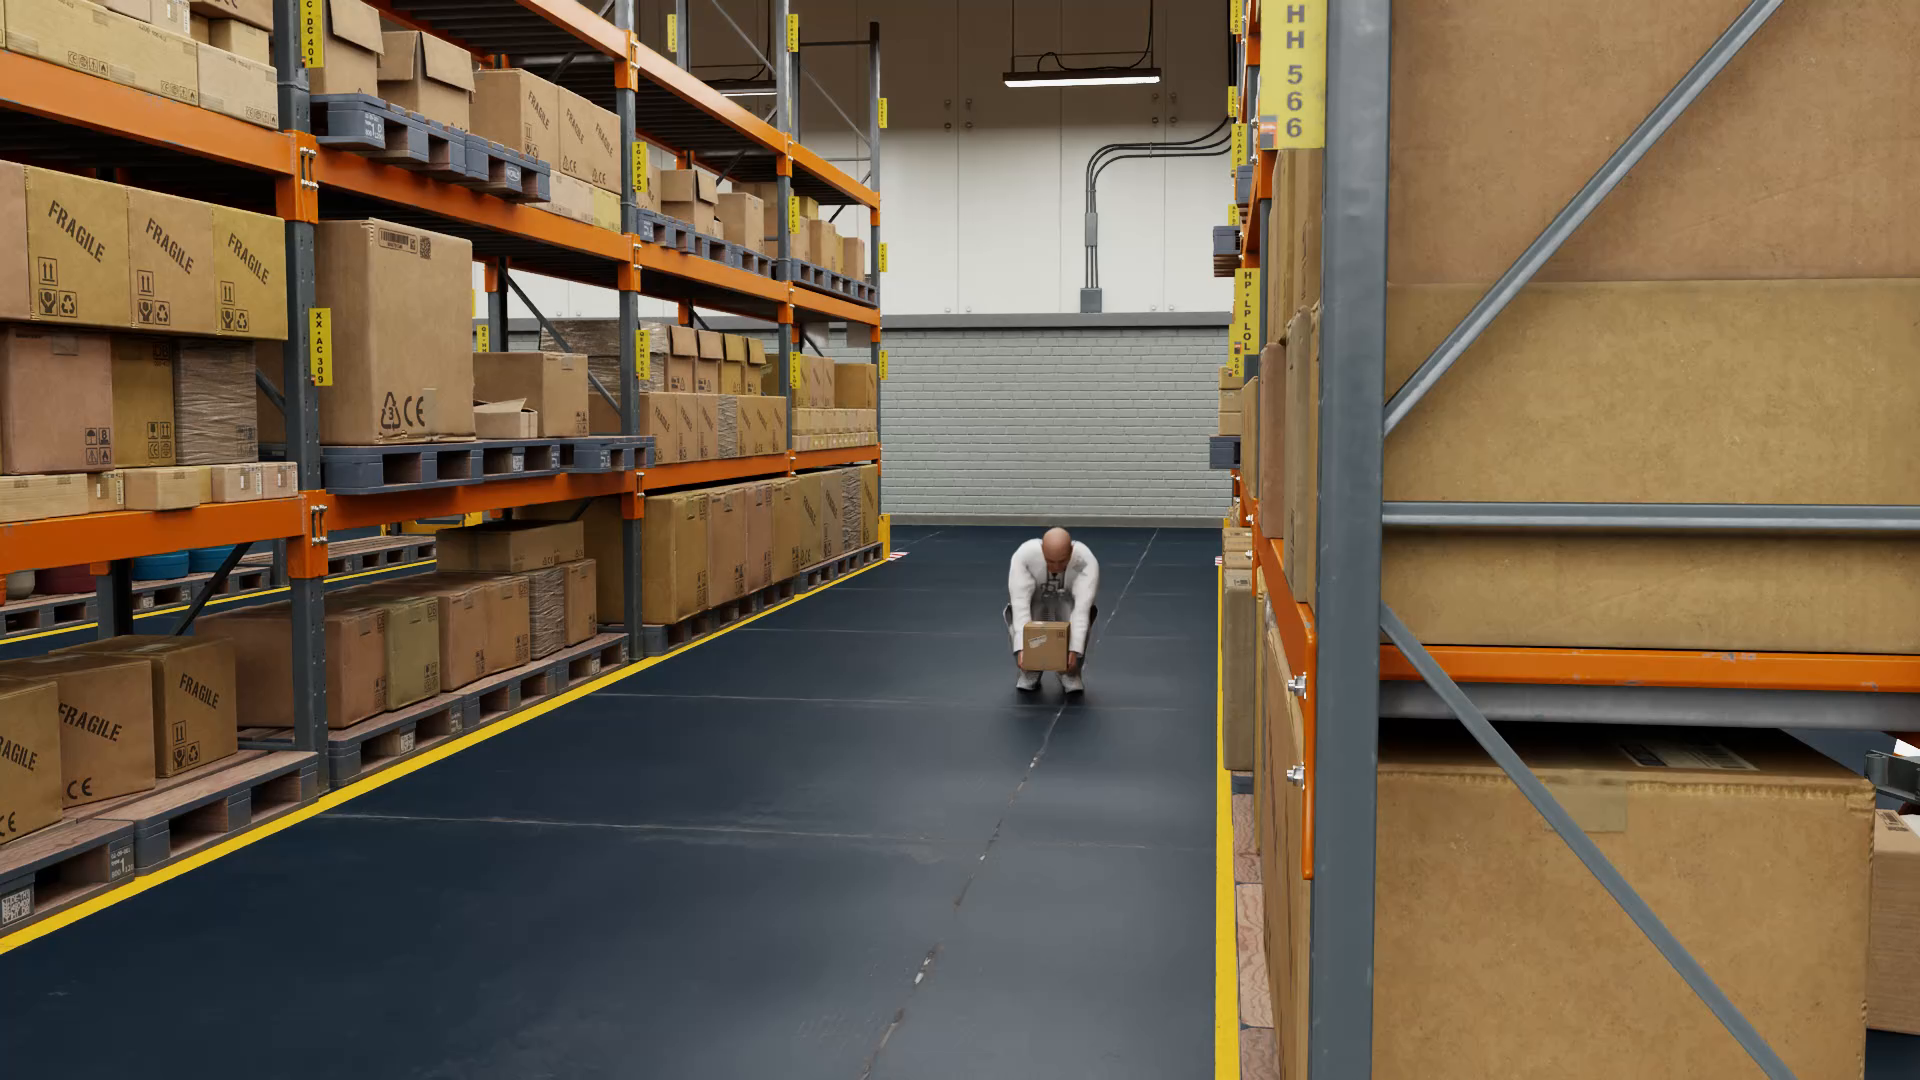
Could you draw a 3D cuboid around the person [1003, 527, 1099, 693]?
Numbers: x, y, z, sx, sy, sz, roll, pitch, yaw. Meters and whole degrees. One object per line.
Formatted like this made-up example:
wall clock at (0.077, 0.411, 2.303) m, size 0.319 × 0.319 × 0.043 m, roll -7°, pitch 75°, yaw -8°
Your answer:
person at (0.537, 0.406, 9.862) m, size 0.575 × 1.006 × 0.930 m, roll 0°, pitch 4°, yaw 6°
